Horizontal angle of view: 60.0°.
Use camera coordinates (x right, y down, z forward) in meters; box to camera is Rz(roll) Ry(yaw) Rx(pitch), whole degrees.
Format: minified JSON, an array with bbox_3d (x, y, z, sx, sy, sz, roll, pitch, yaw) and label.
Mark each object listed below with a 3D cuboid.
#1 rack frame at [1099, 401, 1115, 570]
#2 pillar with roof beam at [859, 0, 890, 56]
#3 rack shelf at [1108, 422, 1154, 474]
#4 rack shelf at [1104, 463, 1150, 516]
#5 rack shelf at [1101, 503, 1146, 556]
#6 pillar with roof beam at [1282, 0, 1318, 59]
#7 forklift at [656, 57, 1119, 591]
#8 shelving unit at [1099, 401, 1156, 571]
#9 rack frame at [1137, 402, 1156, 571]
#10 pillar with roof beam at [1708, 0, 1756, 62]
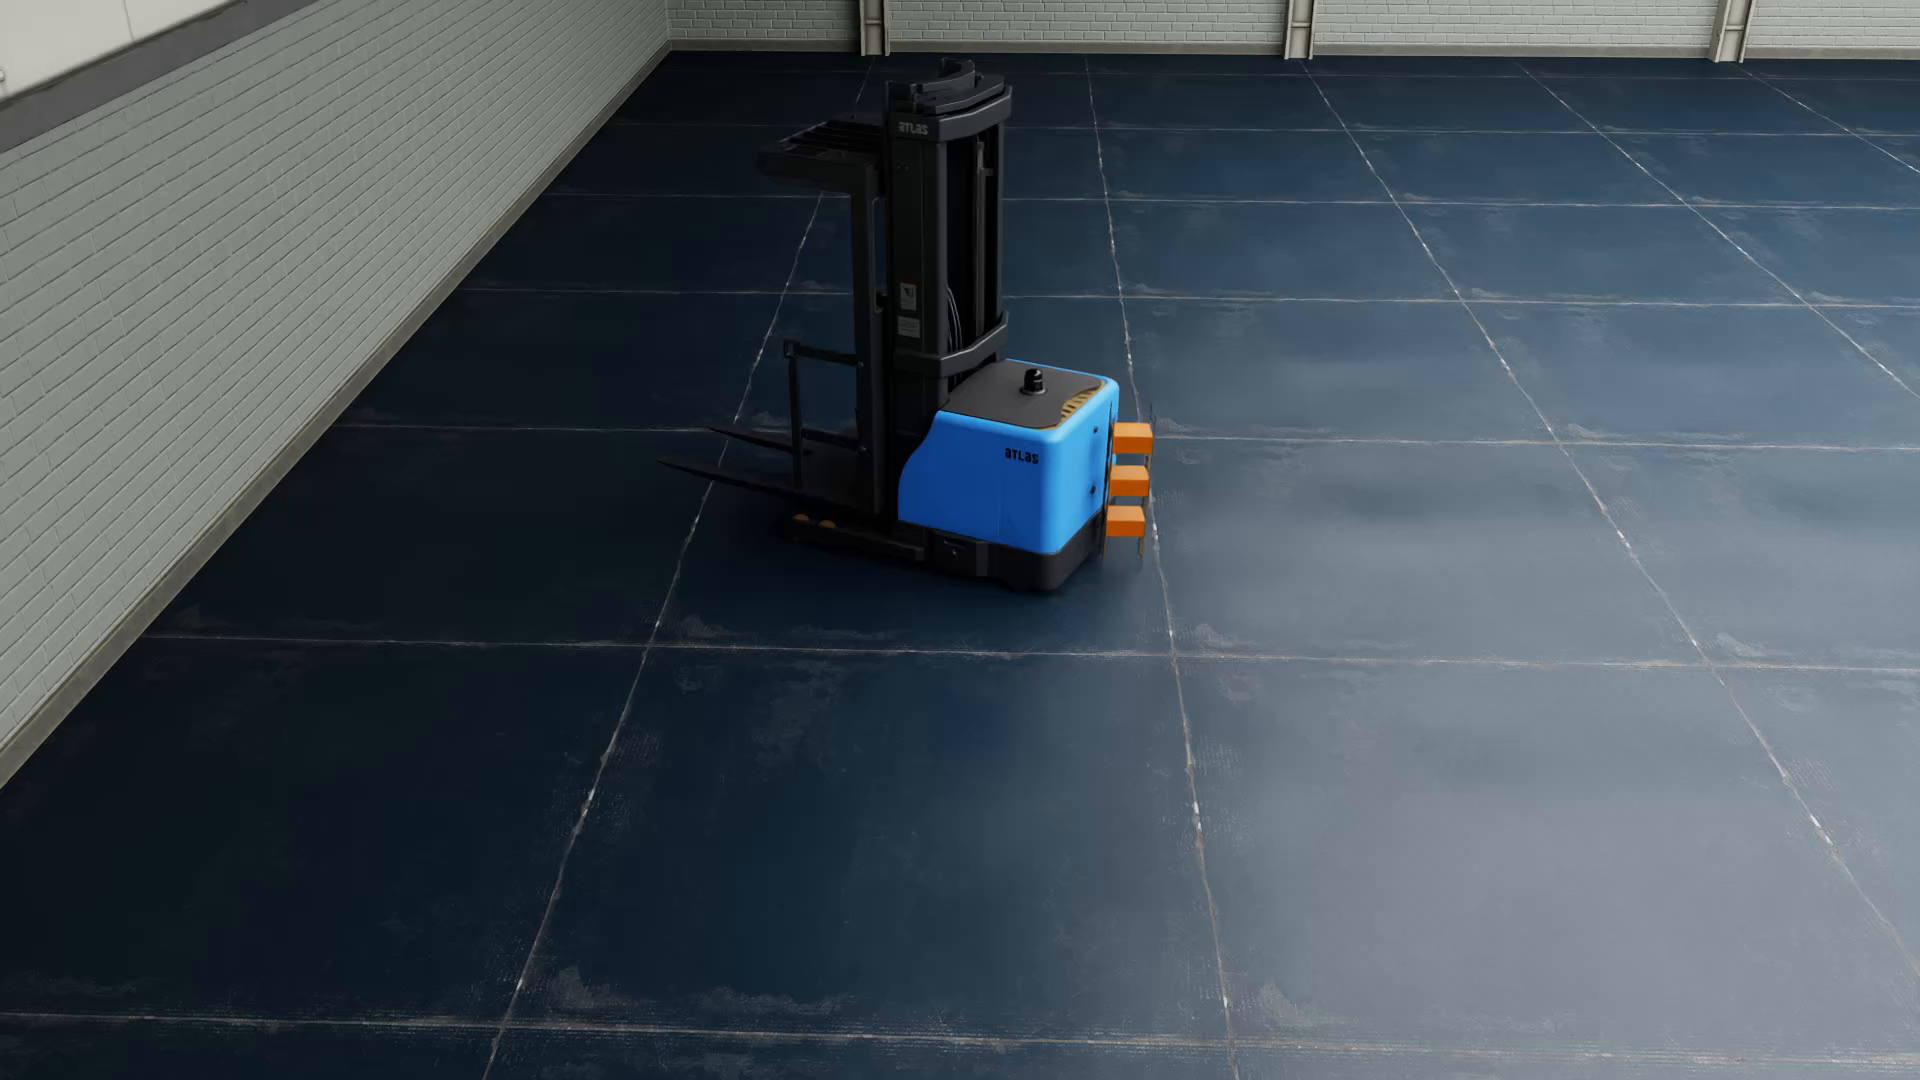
[{"bbox_3d":[0.895,-0.323,10.147,0.008,1.050,0.200,1,28,-2],"label":"rack frame"},{"bbox_3d":[-1.362,-8.928,17.909,0.400,9.000,9.100,1,28,2],"label":"pillar with roof beam"},{"bbox_3d":[1.025,-0.562,10.024,0.240,0.259,0.215,1,28,-2],"label":"rack shelf"},{"bbox_3d":[1.017,-0.312,10.157,0.240,0.259,0.215,1,28,-2],"label":"rack shelf"},{"bbox_3d":[1.008,-0.066,10.287,0.240,0.259,0.215,1,28,-2],"label":"rack shelf"},{"bbox_3d":[4.634,-8.828,17.722,0.400,9.000,9.100,1,28,2],"label":"pillar with roof beam"},{"bbox_3d":[-0.552,-1.456,10.293,3.031,2.935,1.130,13,31,24],"label":"forklift"},{"bbox_3d":[1.017,-0.321,10.152,0.252,1.050,0.215,1,28,-2],"label":"shelving unit"},{"bbox_3d":[1.139,-0.319,10.156,0.008,1.050,0.200,1,28,-2],"label":"rack frame"},{"bbox_3d":[10.630,-8.729,17.535,0.400,9.000,9.100,1,28,2],"label":"pillar with roof beam"}]
